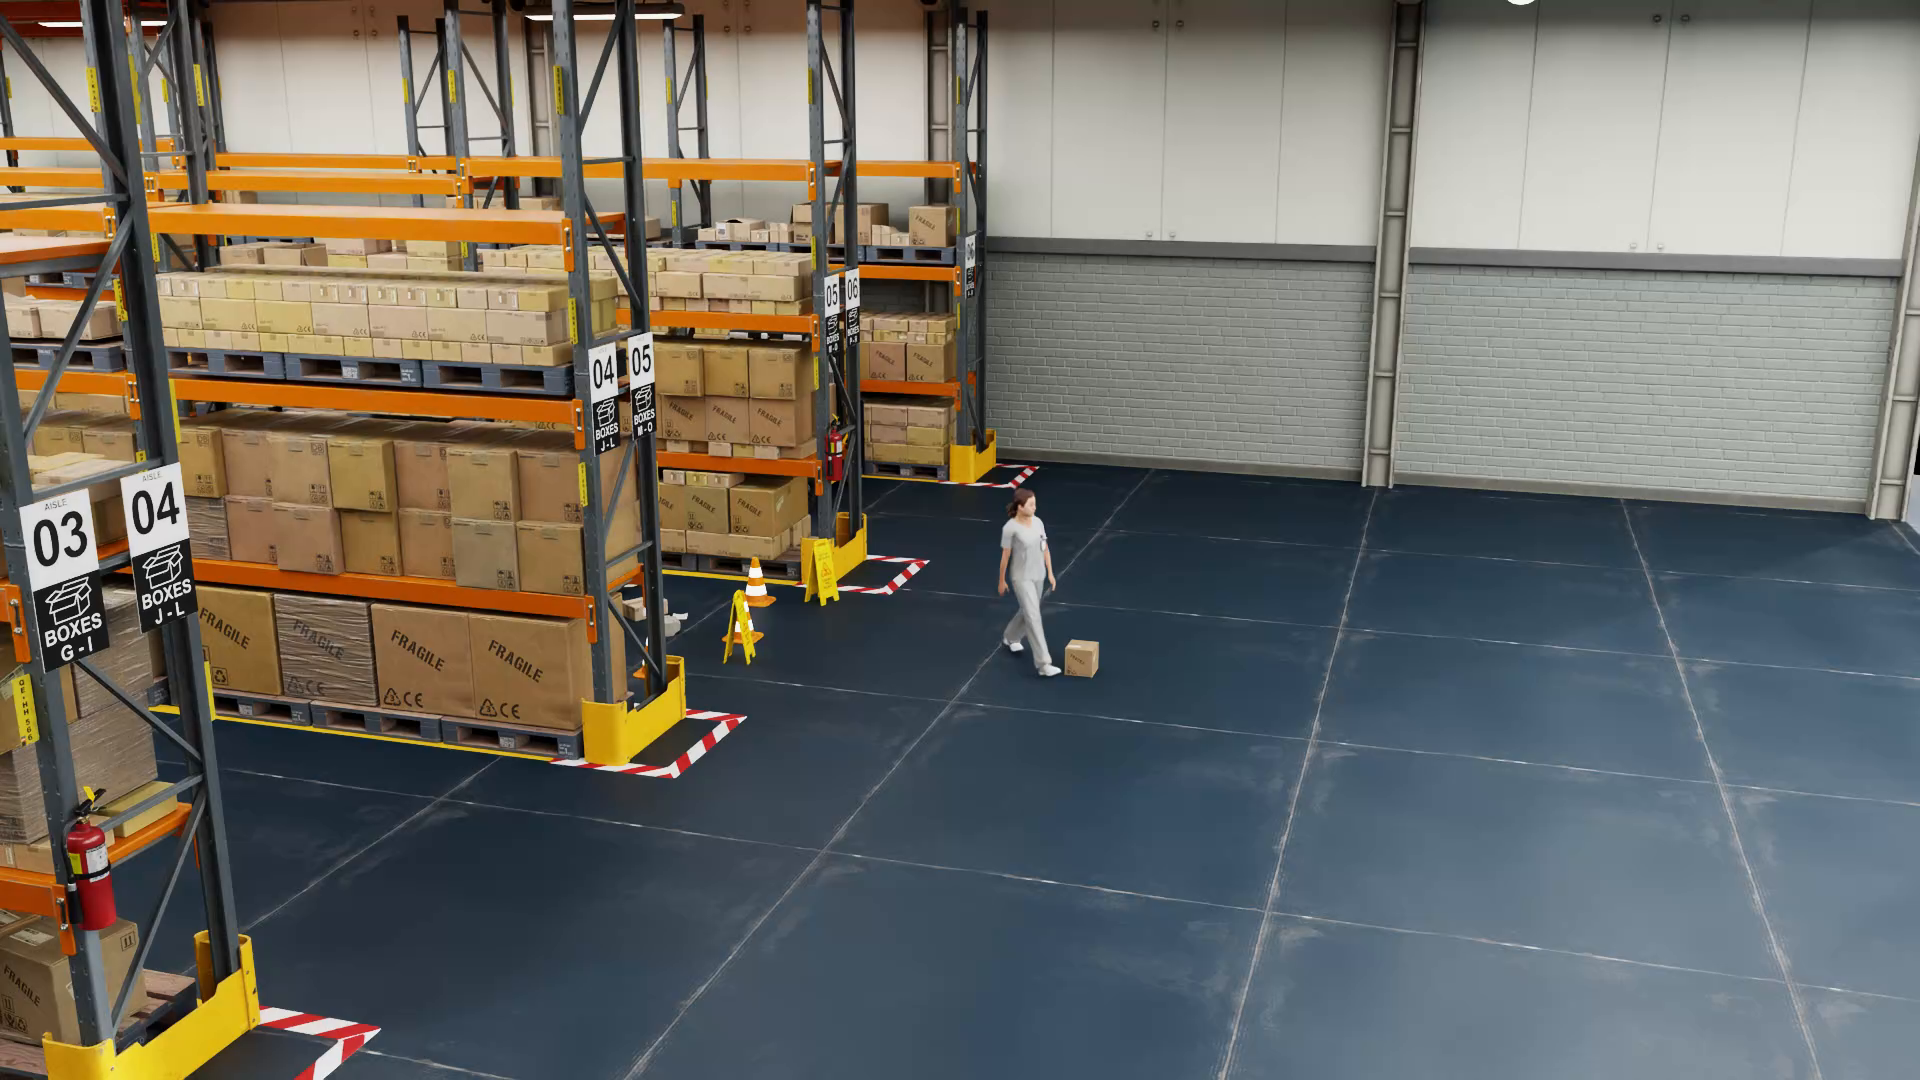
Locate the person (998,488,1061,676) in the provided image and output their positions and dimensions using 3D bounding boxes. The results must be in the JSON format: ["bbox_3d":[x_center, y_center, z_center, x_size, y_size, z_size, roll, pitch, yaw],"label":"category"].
[{"bbox_3d":[0.643,0.342,14.783,0.462,1.611,1.032,-12,19,-38],"label":"person"}]
